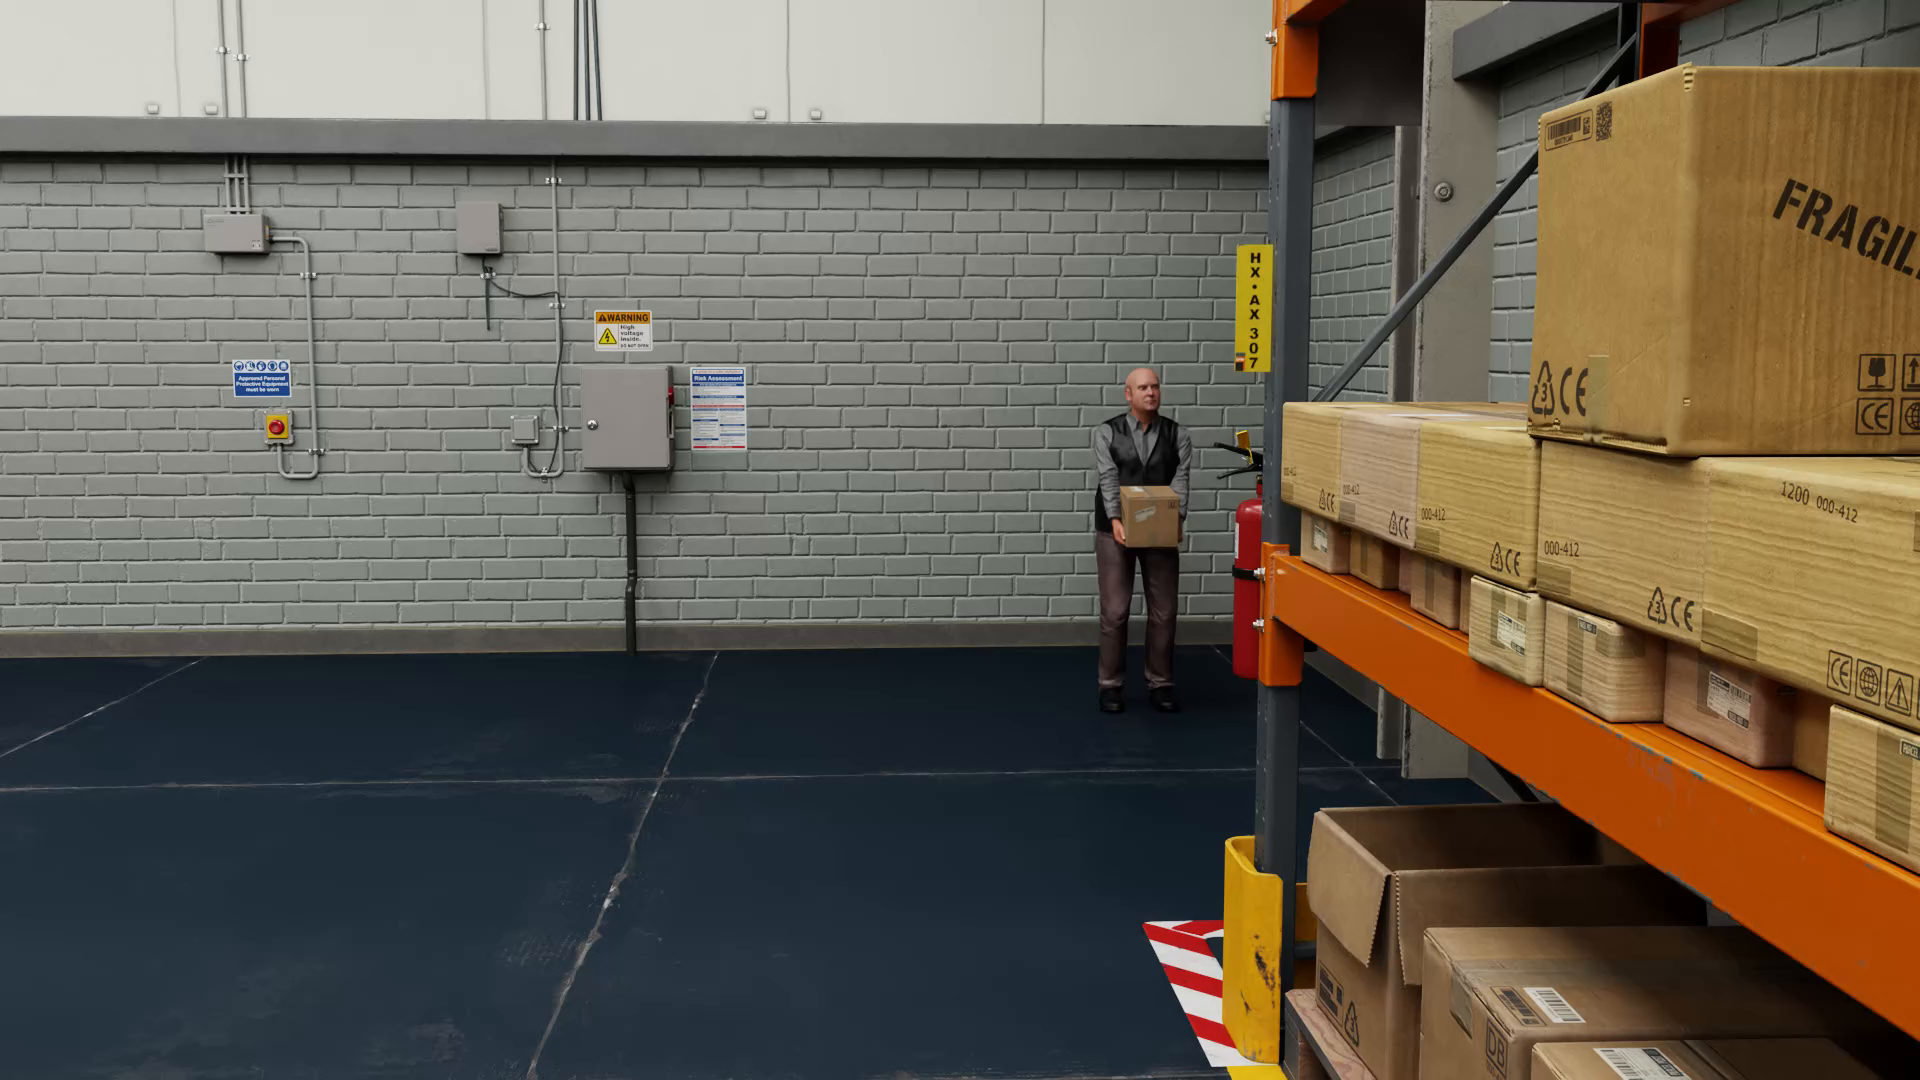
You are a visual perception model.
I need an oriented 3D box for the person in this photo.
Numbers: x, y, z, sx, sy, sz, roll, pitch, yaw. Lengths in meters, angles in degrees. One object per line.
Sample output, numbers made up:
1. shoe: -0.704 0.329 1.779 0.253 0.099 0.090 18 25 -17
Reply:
1. person: 0.923 0.007 8.312 0.495 1.720 0.550 0 7 -4
